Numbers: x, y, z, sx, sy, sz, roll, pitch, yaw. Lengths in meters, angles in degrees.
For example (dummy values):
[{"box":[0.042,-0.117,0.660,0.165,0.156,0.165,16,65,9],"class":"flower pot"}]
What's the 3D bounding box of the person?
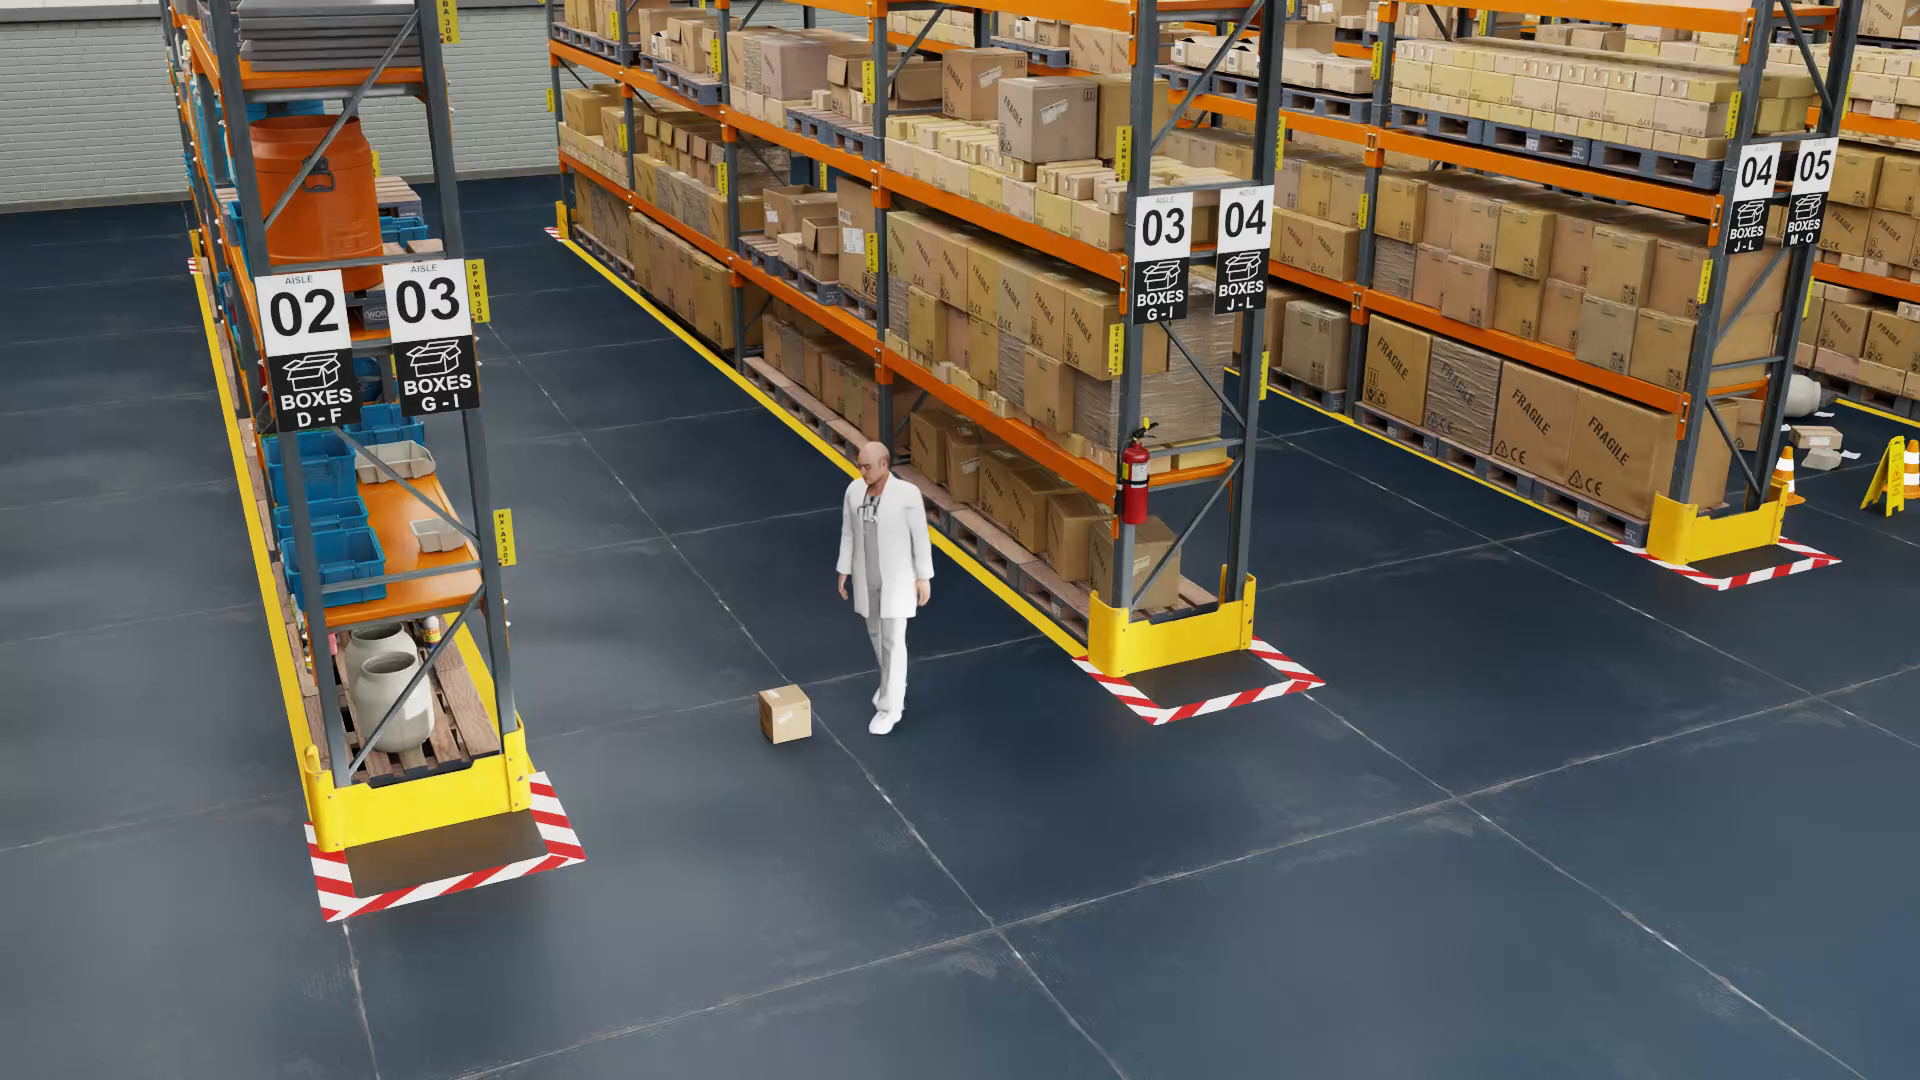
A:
[{"box":[-0.541,0.271,10.340,0.635,1.762,0.777,12,25,26],"class":"person"}]
